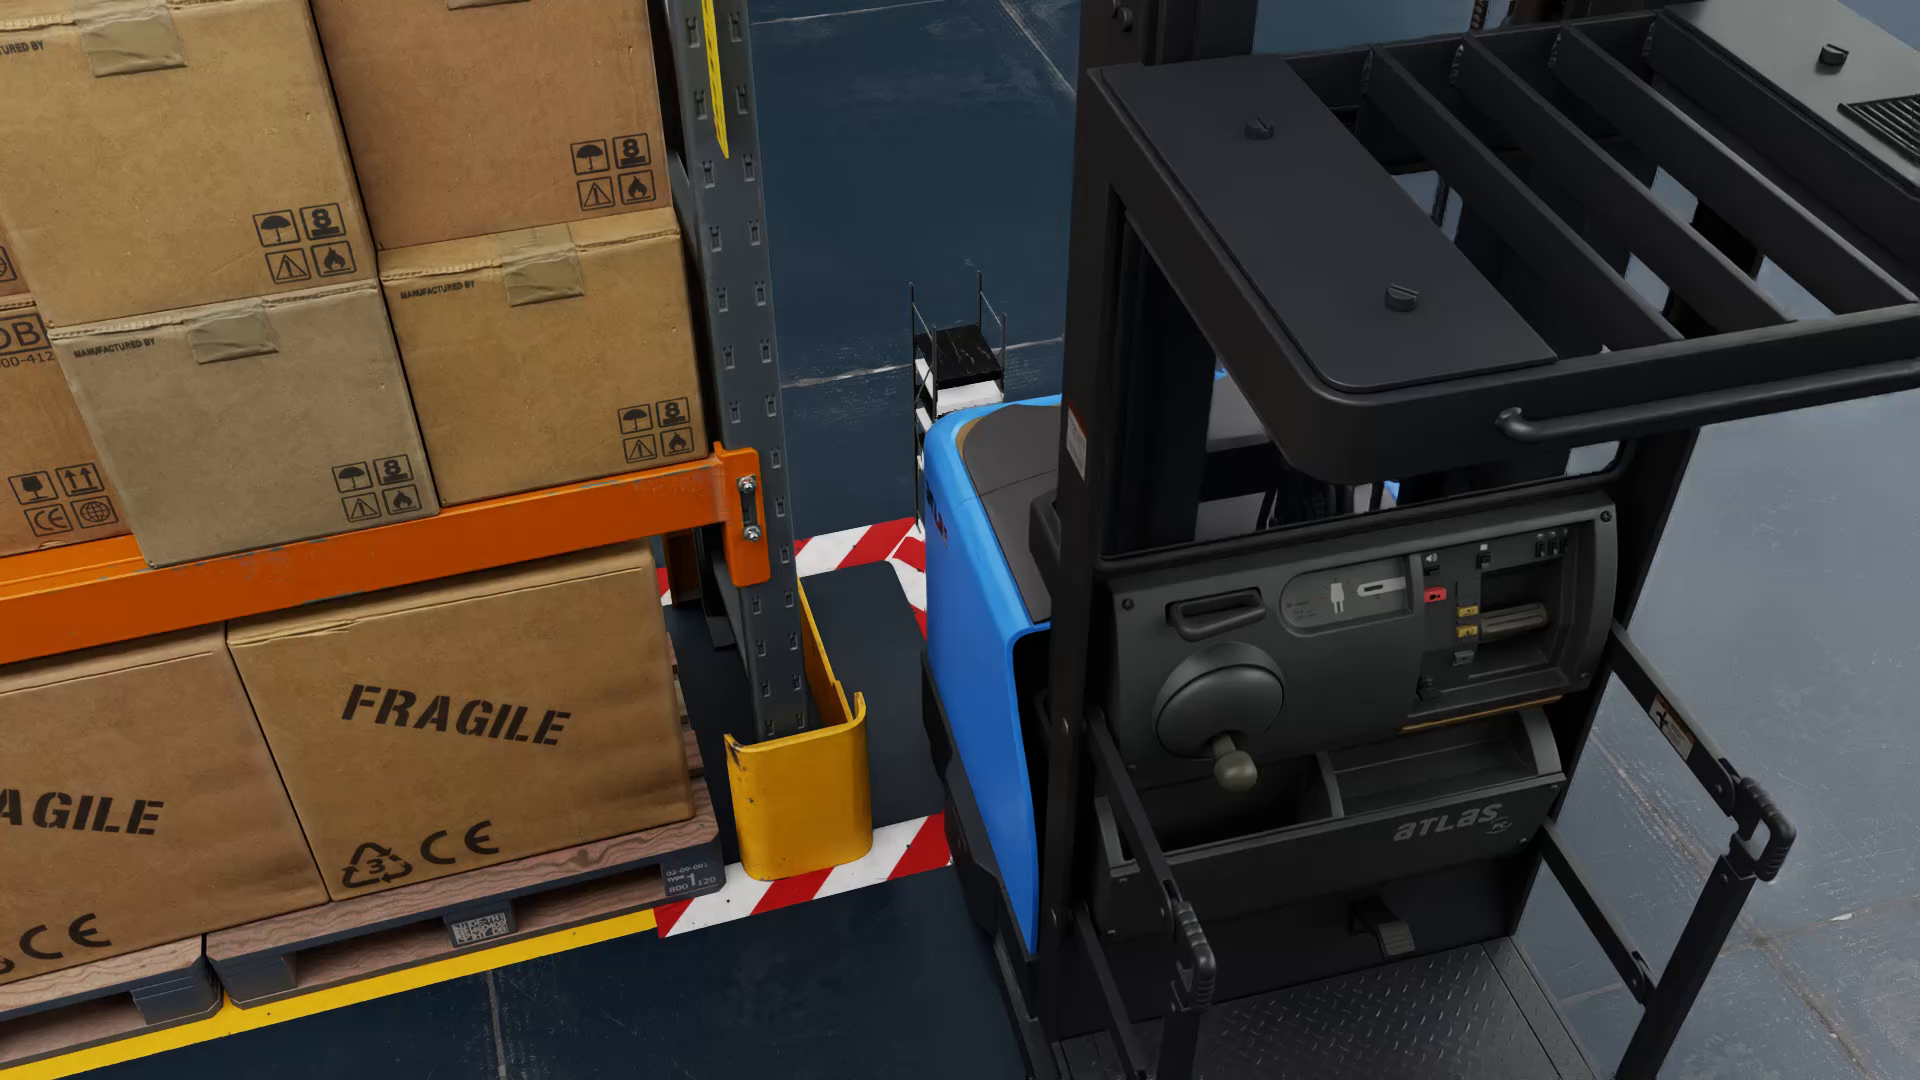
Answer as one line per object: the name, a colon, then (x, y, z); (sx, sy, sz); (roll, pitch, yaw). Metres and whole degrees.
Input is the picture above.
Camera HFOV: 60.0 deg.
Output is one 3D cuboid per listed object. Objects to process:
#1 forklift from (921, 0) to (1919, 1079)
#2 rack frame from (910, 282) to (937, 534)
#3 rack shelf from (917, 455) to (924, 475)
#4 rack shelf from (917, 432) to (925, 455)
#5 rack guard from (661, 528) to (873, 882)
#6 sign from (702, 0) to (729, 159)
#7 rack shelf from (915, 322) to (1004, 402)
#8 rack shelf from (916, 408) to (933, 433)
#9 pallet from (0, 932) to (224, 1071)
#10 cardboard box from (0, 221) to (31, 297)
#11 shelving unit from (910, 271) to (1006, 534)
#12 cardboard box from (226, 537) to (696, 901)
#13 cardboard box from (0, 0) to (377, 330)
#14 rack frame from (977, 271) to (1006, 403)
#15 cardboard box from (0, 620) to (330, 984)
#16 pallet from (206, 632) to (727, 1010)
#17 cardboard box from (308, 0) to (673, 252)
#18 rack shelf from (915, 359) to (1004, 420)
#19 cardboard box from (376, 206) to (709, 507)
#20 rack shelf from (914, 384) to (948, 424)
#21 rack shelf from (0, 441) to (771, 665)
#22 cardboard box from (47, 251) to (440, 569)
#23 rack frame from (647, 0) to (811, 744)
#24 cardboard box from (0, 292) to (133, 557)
forklift: (0.765, 0.262, 2.723); (1.130, 2.935, 3.031); (-10, 42, -11)
rack frame: (-0.105, -0.317, 4.929); (0.006, 0.900, 0.240); (-12, 42, -13)
rack shelf: (-0.008, -0.177, 5.092); (0.200, 0.077, 0.258); (-12, 42, -13)
rack shelf: (-0.008, -0.244, 5.033); (0.200, 0.077, 0.258); (-12, 42, -13)
rack guard: (-0.551, 0.296, 4.532); (0.348, 0.500, 1.175); (-12, 42, -13)
sign: (-0.424, -0.823, 2.852); (0.005, 0.325, 0.100); (-12, 42, -13)
rack shelf: (-0.007, -0.516, 4.796); (0.200, 0.077, 0.258); (-12, 42, -13)
rack shelf: (-0.008, -0.312, 4.974); (0.200, 0.077, 0.258); (-12, 42, -13)
pallet: (-2.474, 0.855, 4.111); (1.213, 0.211, 1.003); (-12, 42, -13)
cardboard box: (-2.011, -0.863, 3.023); (0.550, 0.550, 0.875); (-12, 42, -13)
shelving unit: (-0.008, -0.337, 4.952); (0.210, 0.900, 0.258); (-12, 42, -13)
cardboard box: (-1.200, 0.177, 4.064); (0.875, 0.875, 0.875); (-11, 42, -13)
cardboard box: (-1.436, -0.888, 3.052); (0.550, 0.550, 0.875); (-12, 42, -13)
rack frame: (0.089, -0.357, 4.975); (0.006, 0.900, 0.240); (-12, 42, -13)
cardboard box: (-2.039, 0.352, 3.863); (0.875, 0.875, 0.875); (-12, 43, -14)
pallet: (-1.313, 0.616, 4.384); (1.213, 0.211, 1.003); (-12, 42, -13)
cardboard box: (-0.939, -1.055, 3.243); (0.550, 0.550, 0.875); (-12, 42, -13)
rack shelf: (-0.007, -0.448, 4.856); (0.200, 0.077, 0.258); (-12, 42, -13)
cardboard box: (-0.914, -0.596, 3.538); (0.550, 0.550, 0.875); (-12, 42, -13)
rack shelf: (-0.008, -0.380, 4.915); (0.200, 0.077, 0.258); (-12, 42, -13)
rack shelf: (-2.481, 0.025, 3.488); (4.000, 0.370, 1.077); (-12, 42, -13)
cardboard box: (-1.432, -0.473, 3.398); (0.550, 0.550, 0.875); (-12, 42, -13)
rack frame: (-0.573, -0.641, 3.704); (0.127, 3.000, 1.000); (-12, 42, -13)
cardboard box: (-2.004, -0.441, 3.361); (0.550, 0.550, 0.875); (-12, 42, -13)
